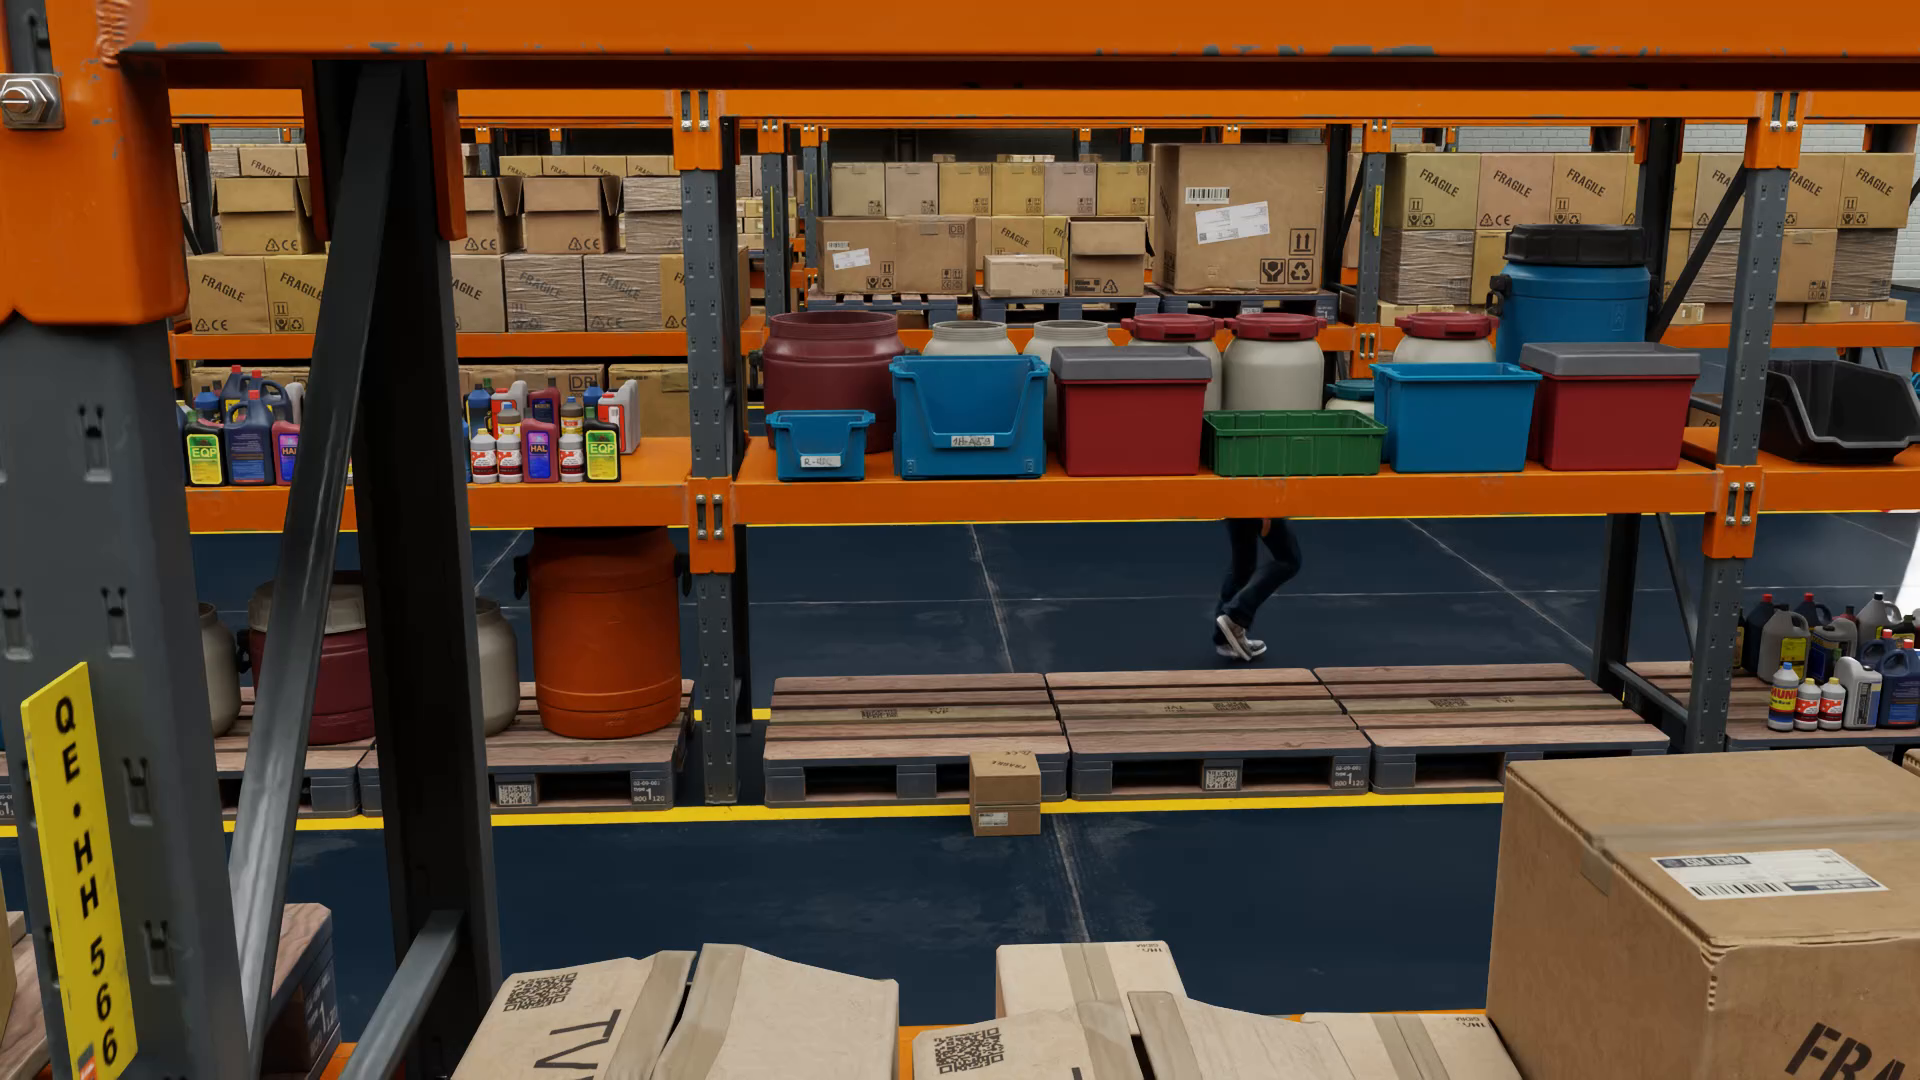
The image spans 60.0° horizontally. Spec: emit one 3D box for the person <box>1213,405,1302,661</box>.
[{"bbox_3d":[1.437,-0.187,8.165,0.427,1.595,0.434,-5,15,-19],"label":"person"}]
